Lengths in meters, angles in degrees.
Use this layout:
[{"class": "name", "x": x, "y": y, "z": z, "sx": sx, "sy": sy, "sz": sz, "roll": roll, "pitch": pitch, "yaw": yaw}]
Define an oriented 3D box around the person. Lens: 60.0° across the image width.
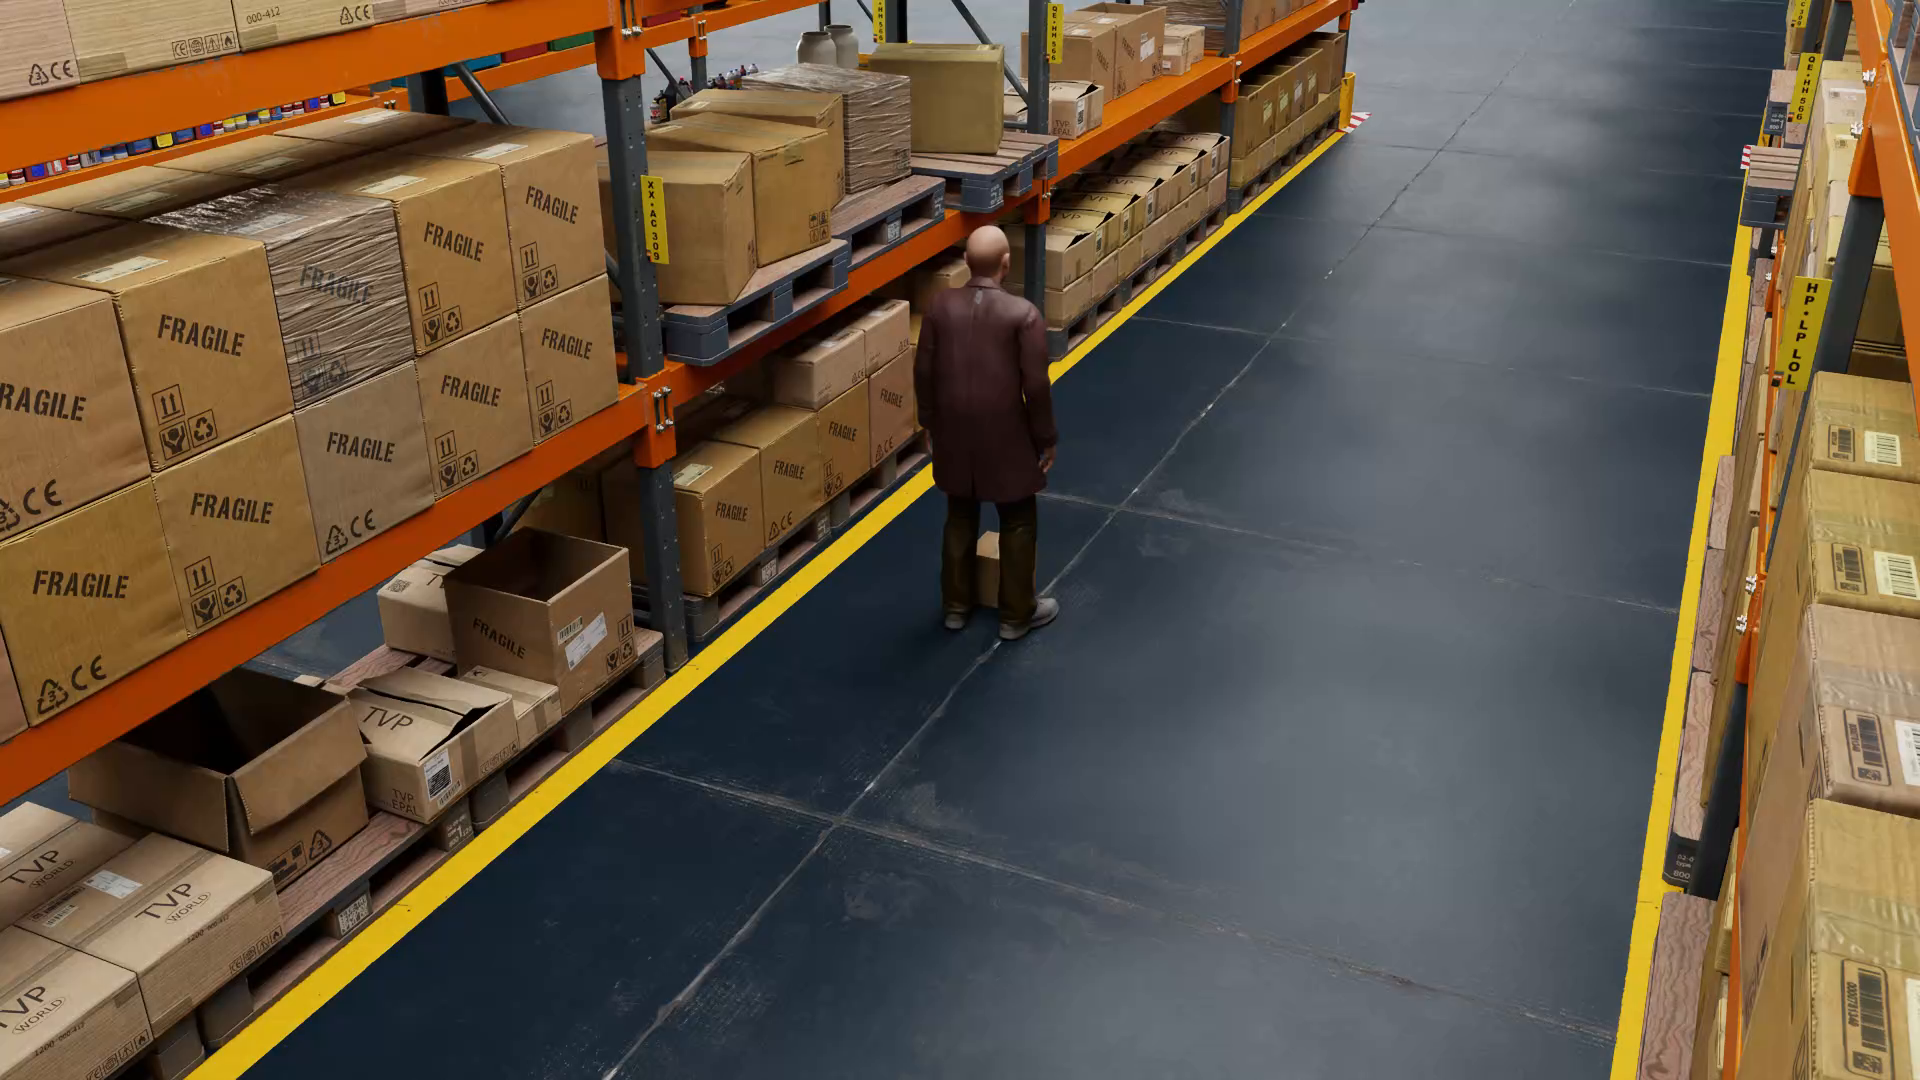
[{"class": "person", "x": 0.112, "y": -0.443, "z": 7.045, "sx": 0.643, "sy": 1.774, "sz": 0.416, "roll": 11, "pitch": 28, "yaw": 22}]
